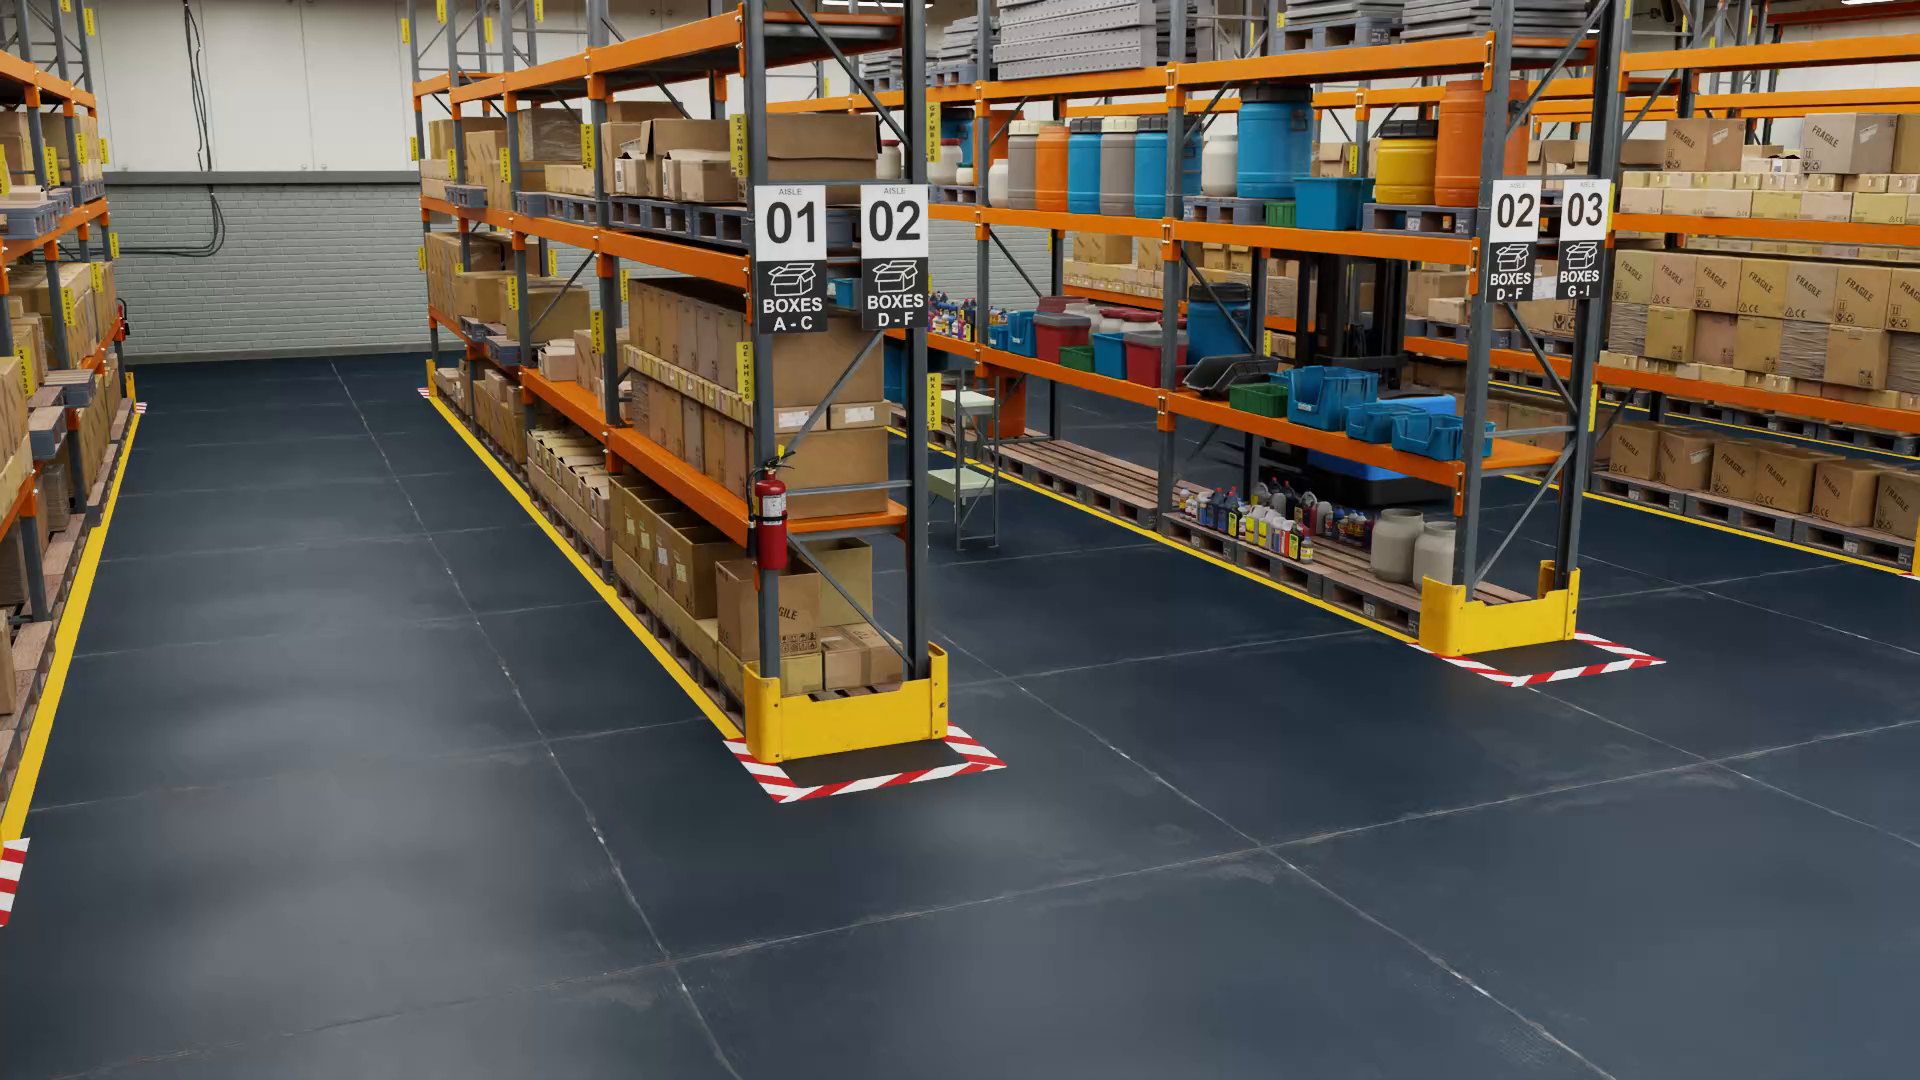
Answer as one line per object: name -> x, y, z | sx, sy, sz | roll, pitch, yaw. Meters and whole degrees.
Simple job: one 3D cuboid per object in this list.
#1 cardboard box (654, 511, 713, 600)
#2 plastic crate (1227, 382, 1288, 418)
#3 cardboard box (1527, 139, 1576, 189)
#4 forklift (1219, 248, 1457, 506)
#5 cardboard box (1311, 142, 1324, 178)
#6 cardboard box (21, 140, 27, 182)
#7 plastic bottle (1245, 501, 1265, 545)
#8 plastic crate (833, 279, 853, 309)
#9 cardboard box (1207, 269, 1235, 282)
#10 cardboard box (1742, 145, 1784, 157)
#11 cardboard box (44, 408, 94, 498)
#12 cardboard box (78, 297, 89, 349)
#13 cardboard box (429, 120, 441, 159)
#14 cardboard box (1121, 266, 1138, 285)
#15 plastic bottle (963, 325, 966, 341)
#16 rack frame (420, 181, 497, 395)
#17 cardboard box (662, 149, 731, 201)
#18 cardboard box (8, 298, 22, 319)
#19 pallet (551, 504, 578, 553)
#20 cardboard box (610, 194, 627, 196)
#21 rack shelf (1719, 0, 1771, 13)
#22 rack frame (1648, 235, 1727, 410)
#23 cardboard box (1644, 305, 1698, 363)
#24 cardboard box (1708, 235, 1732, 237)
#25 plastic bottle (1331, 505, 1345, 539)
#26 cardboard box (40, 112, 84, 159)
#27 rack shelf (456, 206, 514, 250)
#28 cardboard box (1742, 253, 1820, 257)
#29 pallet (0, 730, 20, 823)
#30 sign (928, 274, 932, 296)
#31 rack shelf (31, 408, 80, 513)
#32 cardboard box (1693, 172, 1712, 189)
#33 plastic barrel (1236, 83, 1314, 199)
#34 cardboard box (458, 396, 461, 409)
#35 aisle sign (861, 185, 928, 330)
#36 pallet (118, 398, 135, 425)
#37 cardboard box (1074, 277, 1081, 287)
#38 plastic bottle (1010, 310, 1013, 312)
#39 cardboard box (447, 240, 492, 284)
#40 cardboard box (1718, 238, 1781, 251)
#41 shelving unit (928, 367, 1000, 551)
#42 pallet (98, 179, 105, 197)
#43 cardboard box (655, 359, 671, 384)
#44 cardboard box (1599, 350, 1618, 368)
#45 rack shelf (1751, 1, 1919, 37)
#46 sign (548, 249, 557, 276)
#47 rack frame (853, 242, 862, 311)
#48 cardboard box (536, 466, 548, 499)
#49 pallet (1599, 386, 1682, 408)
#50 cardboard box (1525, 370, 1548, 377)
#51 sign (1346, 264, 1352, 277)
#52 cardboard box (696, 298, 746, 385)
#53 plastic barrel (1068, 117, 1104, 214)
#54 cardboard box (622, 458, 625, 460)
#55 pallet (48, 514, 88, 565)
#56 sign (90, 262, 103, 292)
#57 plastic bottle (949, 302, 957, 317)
cardboard box -> -1.767, 0.091, 11.327 | 0.500, 0.500, 0.500 | -6, 14, -23
plastic crate -> 2.556, -1.150, 13.655 | 0.450, 0.188, 0.662 | -6, 14, -23
cardboard box -> 6.334, -4.023, 17.788 | 0.797, 0.503, 0.637 | -5, 14, -21
forklift -> 3.811, -2.048, 17.216 | 1.130, 2.935, 3.031 | -6, 14, -23
cardboard box -> 4.470, -4.837, 21.313 | 0.500, 0.500, 0.500 | -5, 14, -20
cardboard box -> -8.916, -3.415, 15.121 | 0.700, 0.500, 0.500 | -6, 15, -26
plastic bottle -> 2.460, -0.152, 13.772 | 0.144, 0.351, 0.185 | -6, 14, -23
plastic crate -> -1.433, -3.299, 22.373 | 0.392, 0.384, 0.575 | -6, 14, -23
cardboard box -> 3.762, -3.486, 23.060 | 0.500, 0.500, 0.500 | -6, 14, -23
cardboard box -> 12.772, -6.061, 26.598 | 0.500, 0.500, 0.500 | -6, 14, -24
cardboard box -> -8.583, -0.812, 15.560 | 0.750, 0.750, 0.750 | -6, 14, -24
cardboard box -> -8.984, -2.136, 16.520 | 0.500, 0.500, 0.500 | -5, 14, -21
cardboard box -> -6.732, -5.373, 22.342 | 0.700, 0.500, 0.500 | -6, 14, -23
cardboard box -> 2.773, -4.011, 25.219 | 0.500, 0.250, 0.500 | -5, 14, -22
plastic bottle -> 0.086, -2.359, 18.851 | 0.097, 0.201, 0.097 | 0, 13, 0
rack frame -> -7.076, -3.592, 23.736 | 1.000, 3.000, 0.127 | -6, 14, -23
cardboard box -> -1.592, -2.306, 10.483 | 0.500, 0.311, 0.500 | -4, 14, -16
cardboard box -> -8.101, -1.936, 13.946 | 0.380, 0.149, 0.250 | -8, 15, -32
pallet -> -3.092, -0.155, 15.071 | 1.003, 0.211, 1.213 | -6, 14, -23
cardboard box -> -2.507, -2.833, 13.209 | 0.500, 0.250, 0.500 | -4, 14, -17
rack shelf -> 13.486, -8.332, 25.140 | 1.077, 0.370, 4.000 | -6, 14, -23
rack frame -> 9.792, -3.260, 22.302 | 1.000, 3.000, 0.127 | -6, 14, -23
cardboard box -> 7.101, -1.995, 15.956 | 0.875, 0.500, 0.500 | -6, 14, -23
cardboard box -> 12.598, -4.973, 27.266 | 0.500, 0.500, 0.500 | -5, 14, -22
plastic bottle -> 3.174, -0.154, 13.957 | 0.097, 0.271, 0.097 | 0, 13, 0
cardboard box -> -10.040, -4.497, 18.510 | 0.500, 0.500, 0.500 | -6, 14, -23
rack shelf -> -4.672, -3.463, 18.122 | 1.077, 0.370, 4.000 | -6, 14, -23
cardboard box -> 7.643, -2.412, 15.542 | 0.500, 0.500, 0.500 | -6, 14, -23
pallet -> -5.528, 1.334, 8.638 | 1.003, 0.211, 1.213 | -6, 14, -23
sign -> -0.429, -3.396, 22.276 | 0.100, 0.325, 0.005 | -6, 14, -23
rack shelf -> -7.608, -0.727, 12.953 | 1.077, 0.370, 4.000 | -6, 14, -23
cardboard box -> 7.053, -3.340, 15.445 | 0.380, 0.149, 0.250 | -5, 14, -21
plastic barrel -> 2.572, -3.254, 13.581 | 0.600, 0.901, 0.708 | -6, 14, -23
cardboard box -> -6.167, -1.755, 21.146 | 0.380, 0.149, 0.250 | -6, 14, -23
aisle sign -> -0.360, -1.567, 9.221 | 0.394, 0.787, 0.004 | -6, 14, -23
pallet -> -11.221, -1.627, 21.430 | 1.003, 0.211, 1.213 | -6, 14, -23
cardboard box -> 2.049, -4.154, 26.724 | 0.380, 0.149, 0.250 | -6, 14, -24
plastic bottle -> 0.594, -2.575, 19.600 | 0.061, 0.283, 0.133 | -6, 14, -23
cardboard box -> -6.121, -3.488, 20.848 | 0.500, 0.500, 0.500 | -6, 14, -24
cardboard box -> 10.167, -3.598, 21.323 | 0.700, 0.500, 0.500 | -6, 14, -24
shelving unit -> 0.003, -0.729, 14.695 | 0.431, 1.500, 0.755 | -6, 14, -23
pallet -> -11.307, -4.409, 20.813 | 1.003, 0.211, 1.213 | -6, 14, -23
cardboard box -> -1.929, -1.193, 11.712 | 0.380, 0.149, 0.250 | -6, 14, -25
cardboard box -> 6.620, -1.812, 16.605 | 0.380, 0.149, 0.250 | -6, 14, -23
rack shelf -> 16.430, -9.608, 30.651 | 1.077, 0.370, 4.000 | -6, 14, -23
sign -> -4.967, -3.380, 20.254 | 0.100, 0.325, 0.005 | -6, 14, -23
rack frame -> -0.934, -3.212, 22.095 | 1.000, 3.000, 0.127 | -6, 14, -23
cardboard box -> -3.728, -0.565, 15.826 | 0.500, 0.250, 0.500 | -6, 14, -25
pallet -> 9.480, -2.063, 23.315 | 1.003, 0.211, 1.213 | -6, 14, -23
cardboard box -> 8.678, -2.680, 24.410 | 0.500, 0.500, 0.500 | -5, 14, -22
sign -> 4.700, -3.346, 20.107 | 0.100, 0.325, 0.005 | -6, 14, -23
cardboard box -> -1.282, -1.287, 10.681 | 0.700, 0.500, 0.500 | -6, 14, -23
plastic barrel -> 1.344, -3.620, 16.095 | 0.600, 0.901, 0.708 | -6, 14, -23
cardboard box -> -2.823, -0.676, 15.061 | 0.500, 0.311, 0.500 | -5, 14, -21
pallet -> -8.097, 0.030, 14.274 | 1.003, 0.211, 1.213 | -6, 14, -23
sign -> -9.518, -2.893, 18.327 | 0.100, 0.325, 0.005 | -6, 14, -23
plastic bottle -> -0.091, -2.826, 20.715 | 0.097, 0.271, 0.097 | 0, 13, 0
